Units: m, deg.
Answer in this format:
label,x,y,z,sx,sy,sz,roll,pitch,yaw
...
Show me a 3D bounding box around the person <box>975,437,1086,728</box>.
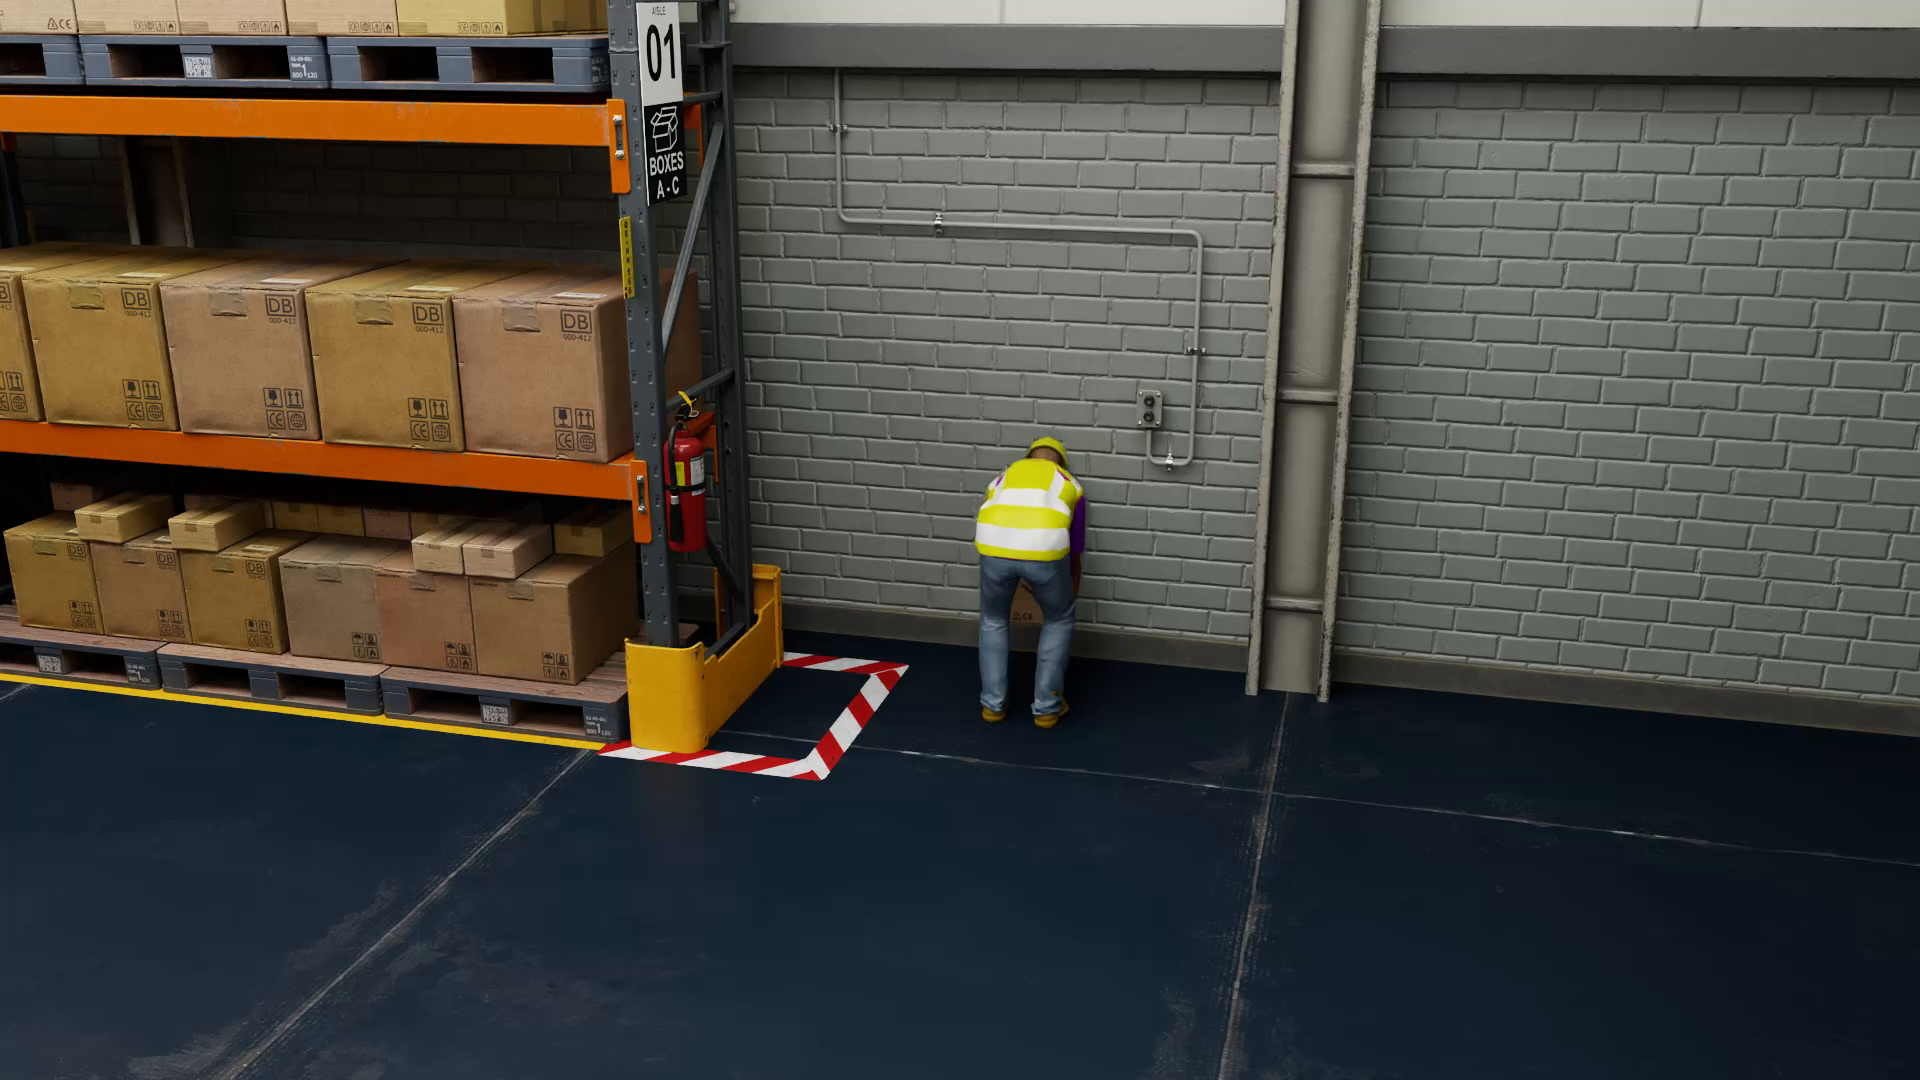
label,x,y,z,sx,sy,sz,roll,pitch,yaw
person,0.338,0.184,7.871,0.475,1.193,0.967,4,19,12
